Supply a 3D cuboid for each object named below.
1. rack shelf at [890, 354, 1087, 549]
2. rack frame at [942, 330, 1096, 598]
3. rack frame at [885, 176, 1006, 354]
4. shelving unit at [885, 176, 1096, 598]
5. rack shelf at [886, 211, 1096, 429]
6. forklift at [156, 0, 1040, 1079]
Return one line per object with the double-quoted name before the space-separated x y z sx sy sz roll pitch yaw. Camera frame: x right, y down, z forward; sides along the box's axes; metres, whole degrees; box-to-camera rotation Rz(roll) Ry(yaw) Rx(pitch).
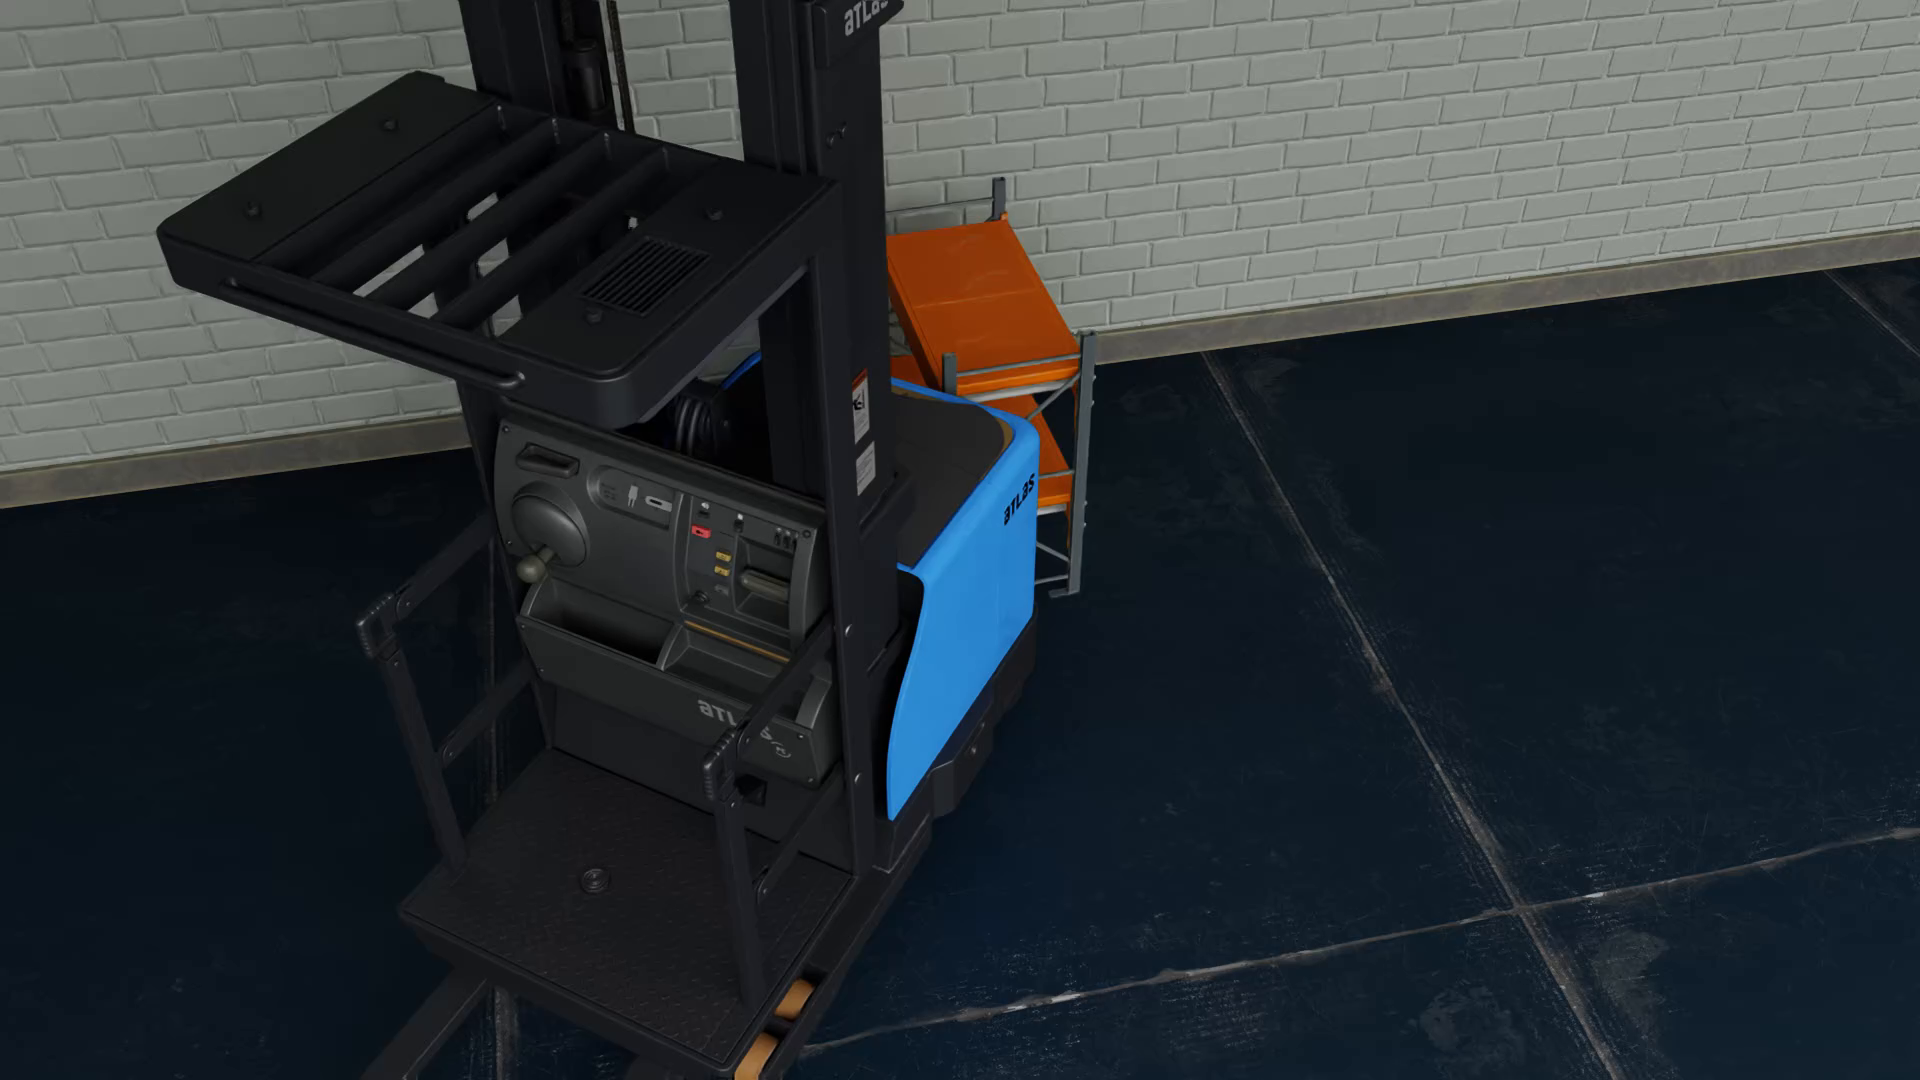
"rack shelf" 0.055 -0.340 6.154 0.538 0.278 1.000 -10 43 -11
"rack frame" 0.188 -0.197 5.625 0.500 1.125 0.032 -10 43 -11
"rack frame" -0.078 -0.848 6.358 0.500 1.125 0.032 -10 43 -11
"shelving unit" 0.055 -0.523 5.992 0.538 1.125 1.048 -10 43 -11
"rack shelf" 0.055 -0.742 5.797 0.538 0.278 1.000 -10 43 -11
"forklift" -0.857 0.073 3.960 1.130 2.935 3.031 19 45 20
